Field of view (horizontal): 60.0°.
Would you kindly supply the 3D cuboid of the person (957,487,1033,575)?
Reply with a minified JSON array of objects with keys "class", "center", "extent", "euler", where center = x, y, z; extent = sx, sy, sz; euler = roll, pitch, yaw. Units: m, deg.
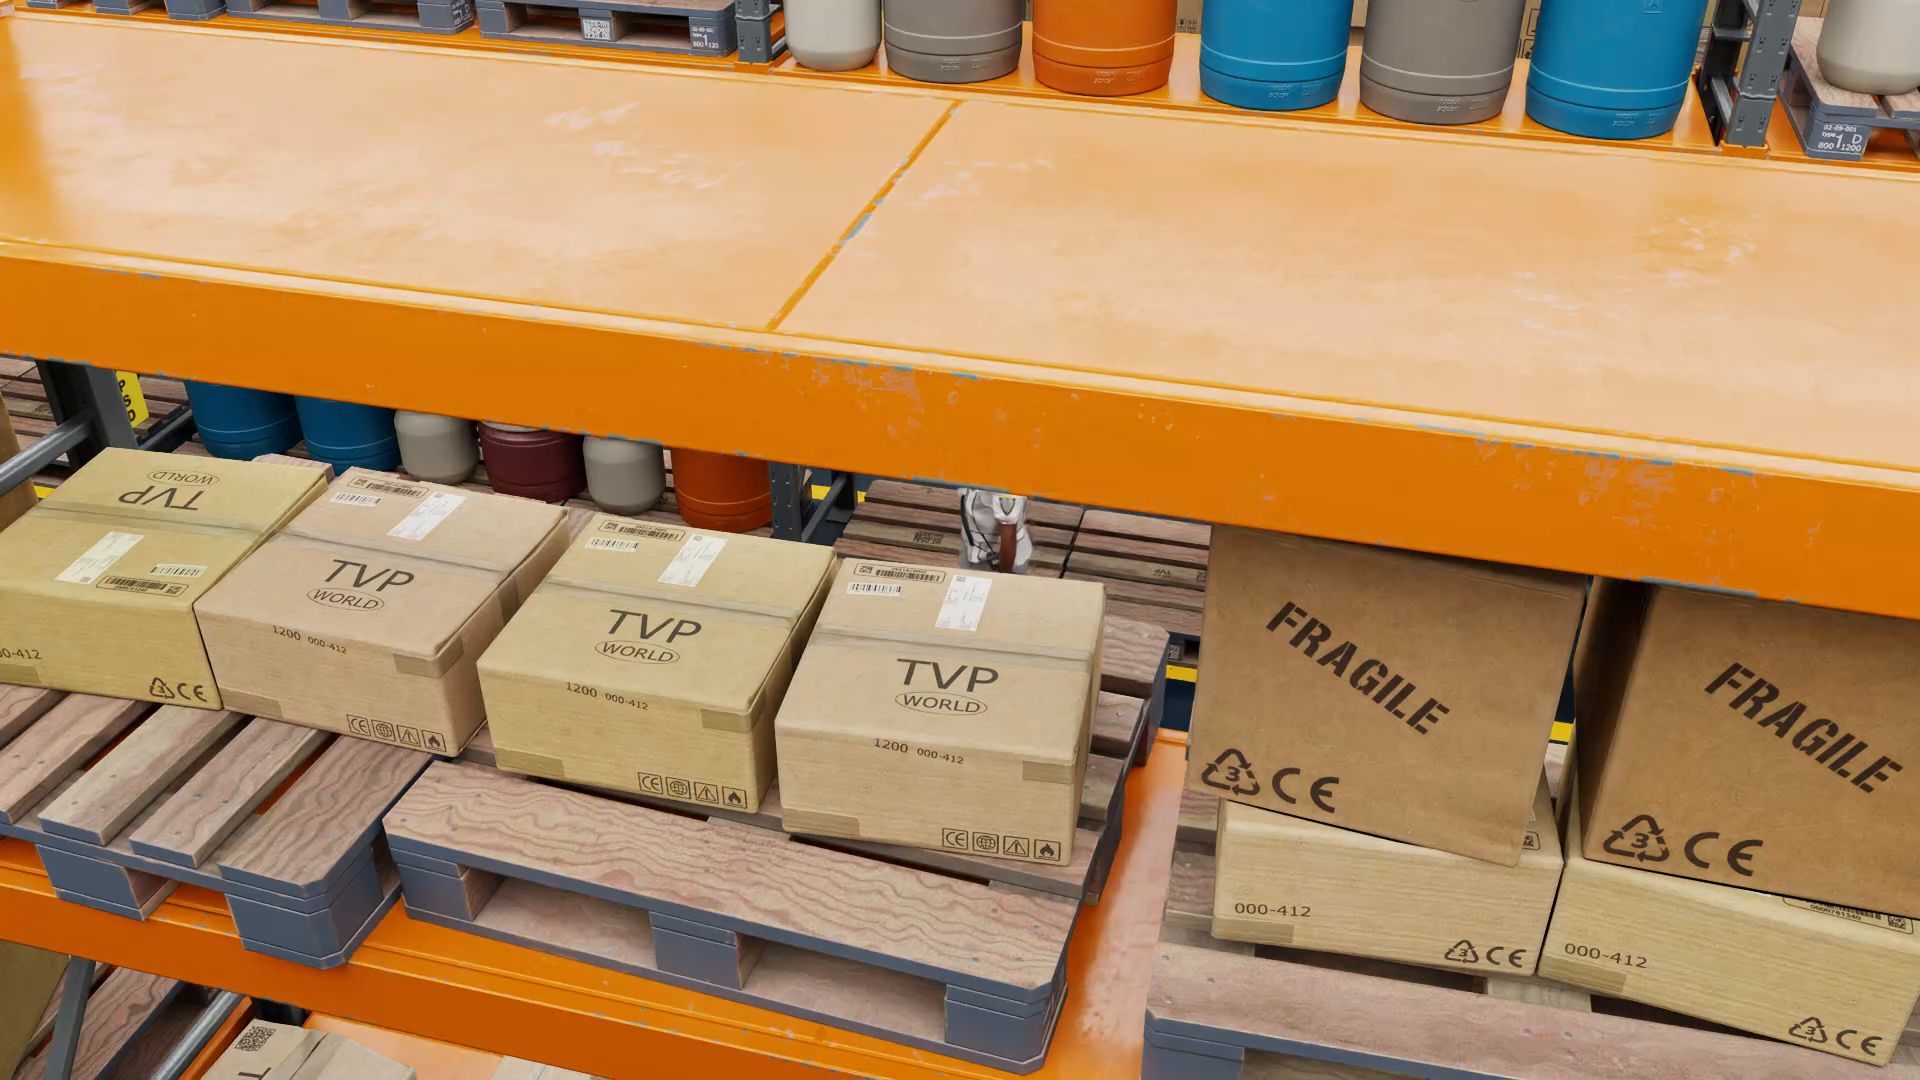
[{"class":"person","center":[0.198,0.054,7.527],"extent":[0.627,1.669,0.457],"euler":[-5,33,-8]}]
